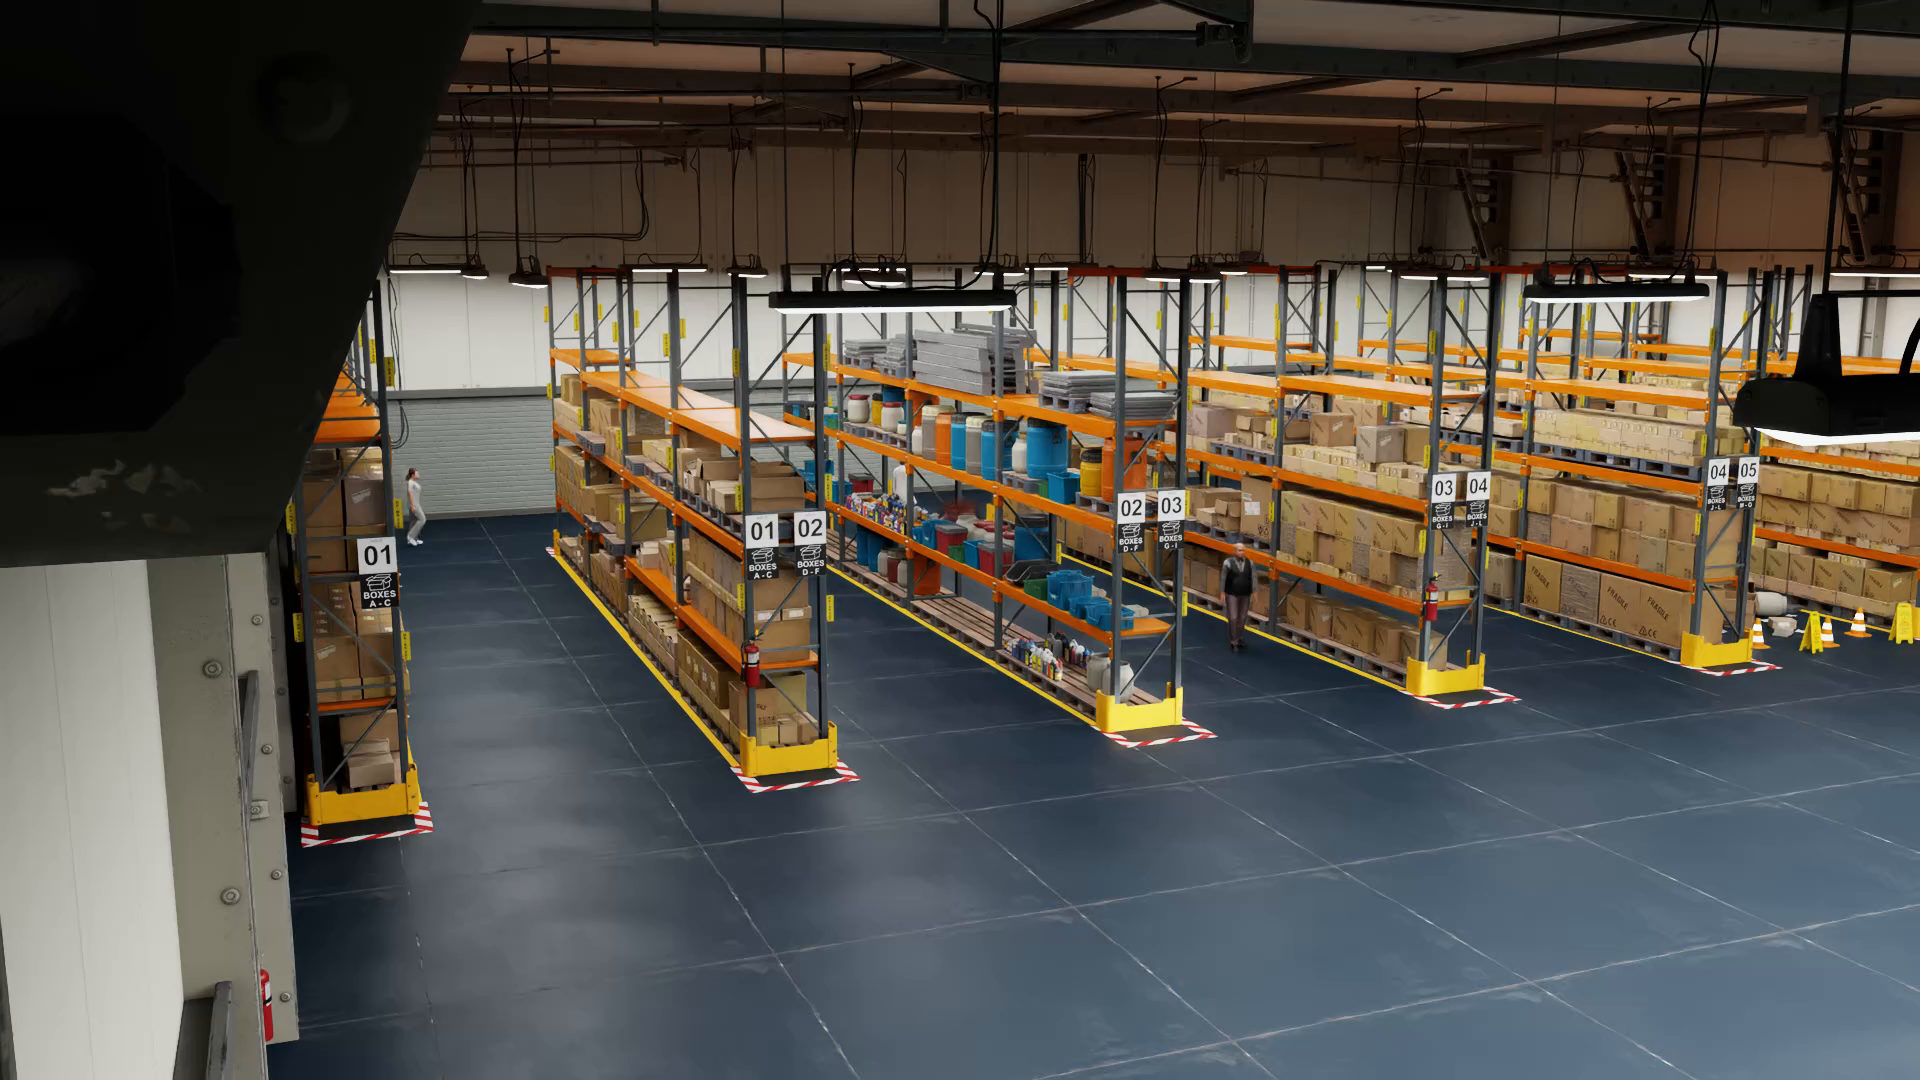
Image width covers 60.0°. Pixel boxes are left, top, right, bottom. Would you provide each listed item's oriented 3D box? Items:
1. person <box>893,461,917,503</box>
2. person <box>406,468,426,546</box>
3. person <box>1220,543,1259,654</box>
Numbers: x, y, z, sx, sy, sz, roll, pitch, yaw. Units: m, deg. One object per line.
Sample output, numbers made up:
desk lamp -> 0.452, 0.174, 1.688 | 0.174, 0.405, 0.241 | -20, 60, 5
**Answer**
person -> -1.264, -0.997, 37.226 | 0.487, 1.786, 0.633 | -8, 13, -40
person -> -11.773, -0.720, 35.916 | 0.421, 1.653, 0.471 | -4, 11, -20
person -> 4.458, 0.915, 26.534 | 0.592, 1.761, 0.595 | -1, 10, -6
